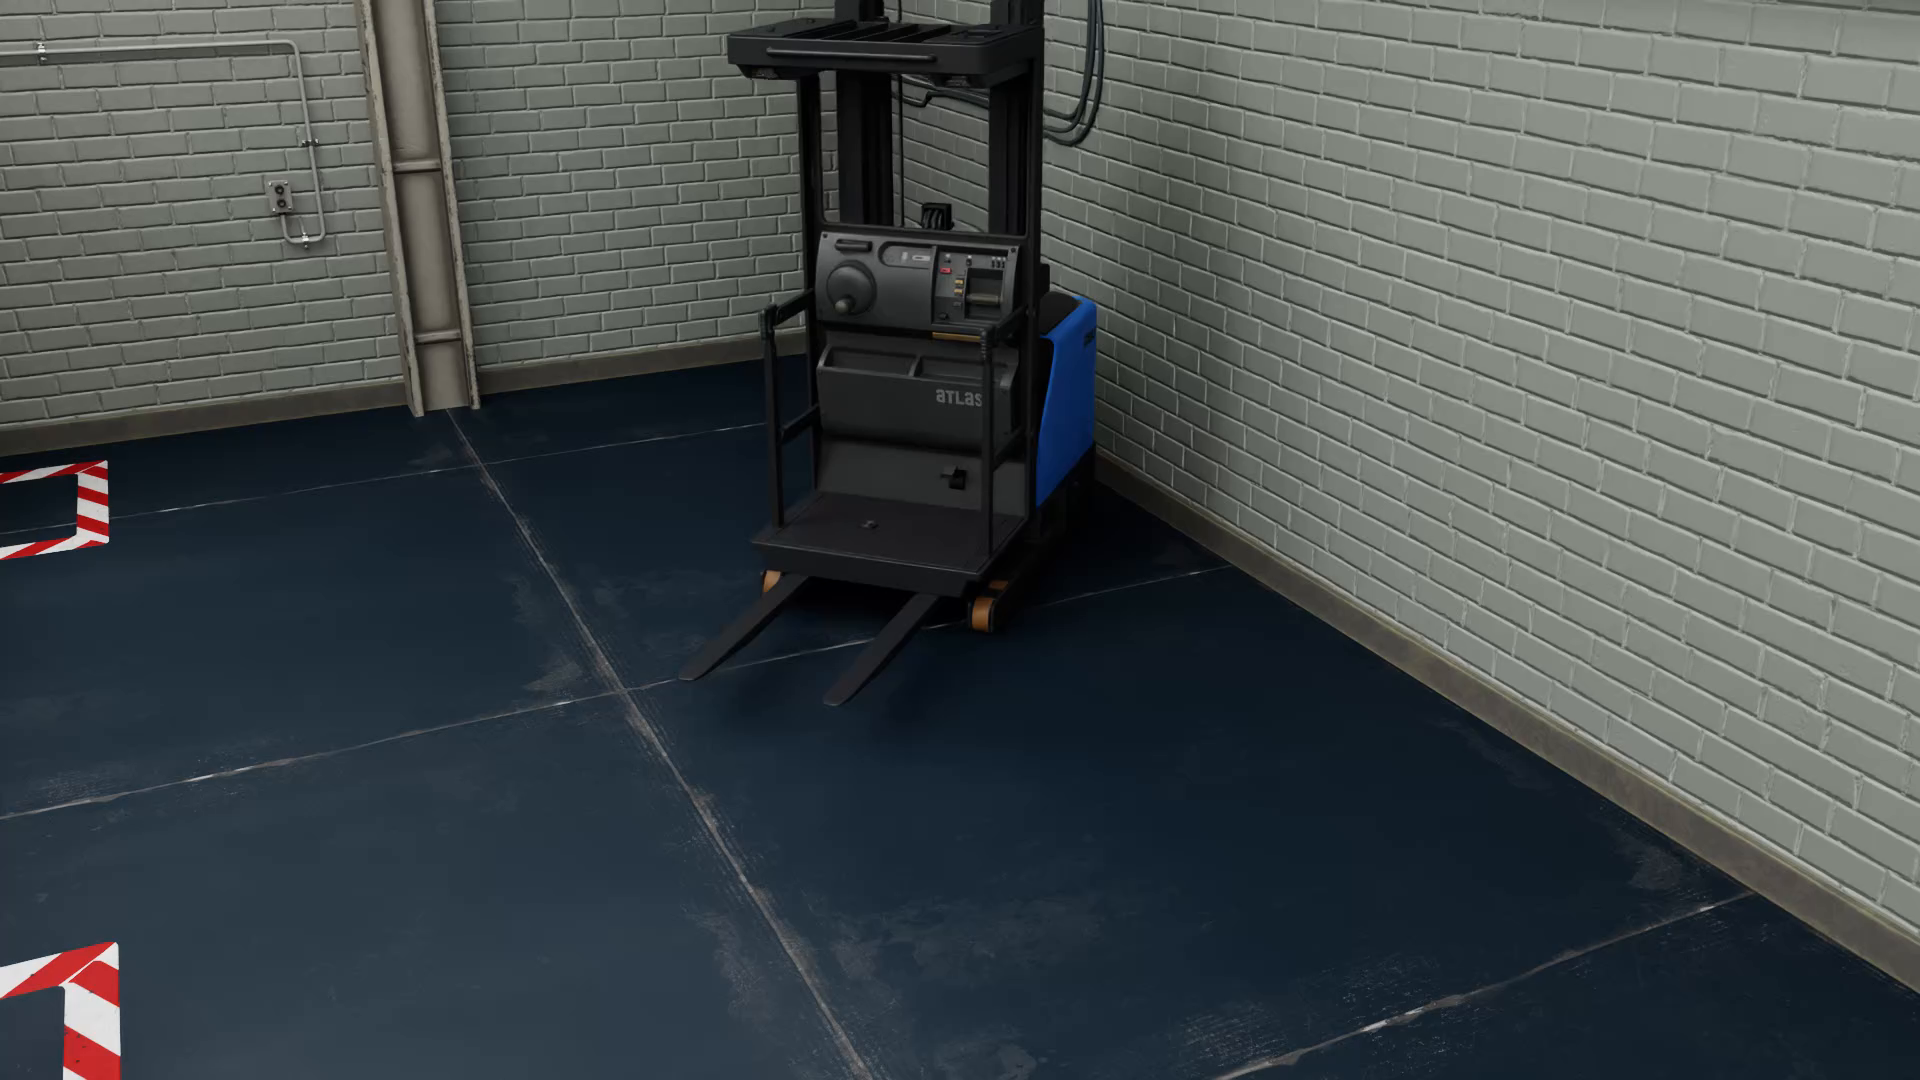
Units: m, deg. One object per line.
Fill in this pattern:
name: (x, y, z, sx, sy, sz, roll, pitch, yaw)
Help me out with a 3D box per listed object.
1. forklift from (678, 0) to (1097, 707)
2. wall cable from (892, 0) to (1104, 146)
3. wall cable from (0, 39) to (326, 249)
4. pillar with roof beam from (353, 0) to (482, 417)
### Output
forklift: (-0.263, -1.120, 7.124, 1.130, 2.935, 3.031, 8, 24, 18)
wall cable: (0.012, -3.622, 9.293, 0.112, 2.526, 3.097, -10, 25, -24)
wall cable: (-4.496, -2.477, 8.984, 1.851, 1.984, 0.084, -10, 25, -24)
pillar with roof beam: (-1.315, -3.504, 4.948, 0.400, 9.000, 9.100, -10, 25, -24)
